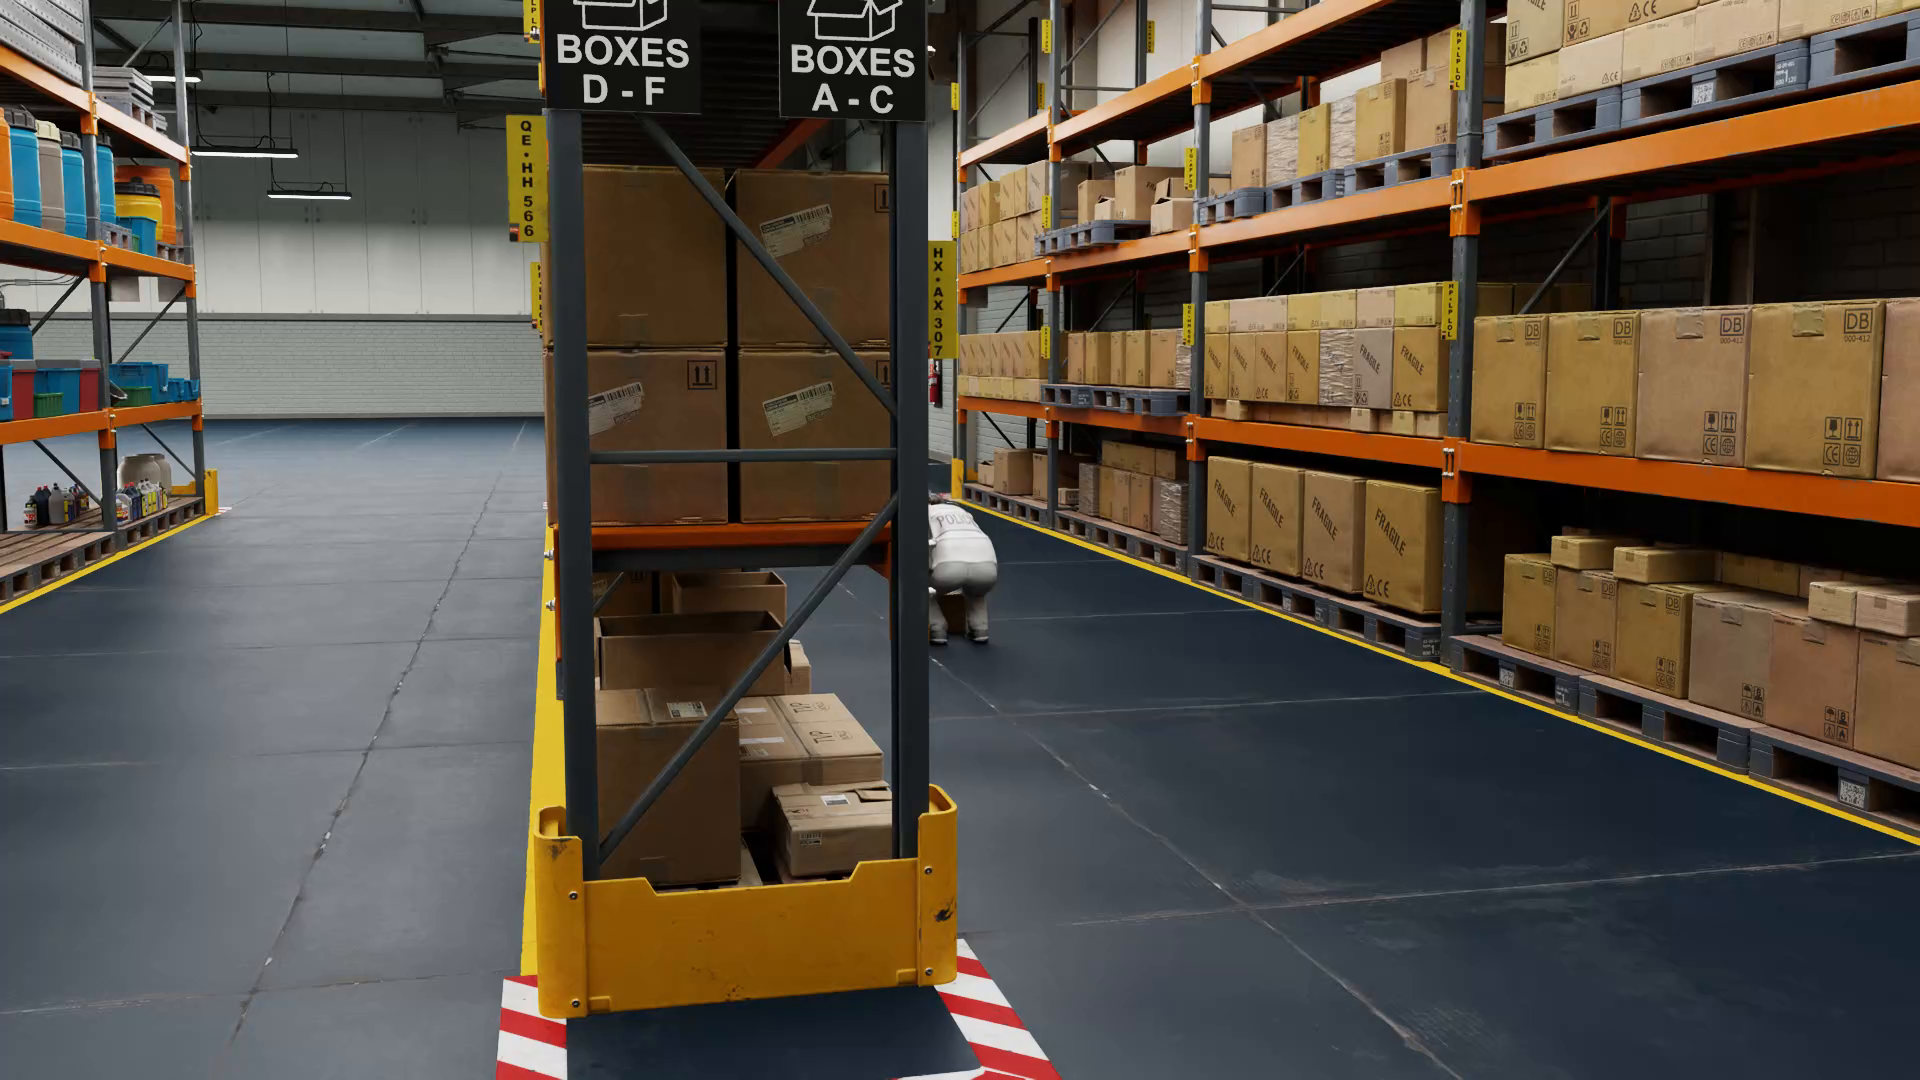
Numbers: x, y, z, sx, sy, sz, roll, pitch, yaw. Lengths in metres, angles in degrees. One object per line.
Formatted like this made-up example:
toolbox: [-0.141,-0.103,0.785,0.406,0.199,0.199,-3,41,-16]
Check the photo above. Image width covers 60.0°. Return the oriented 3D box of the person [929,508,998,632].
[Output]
person: [-0.070,0.207,10.592,0.520,0.856,0.940,-2,6,-16]
